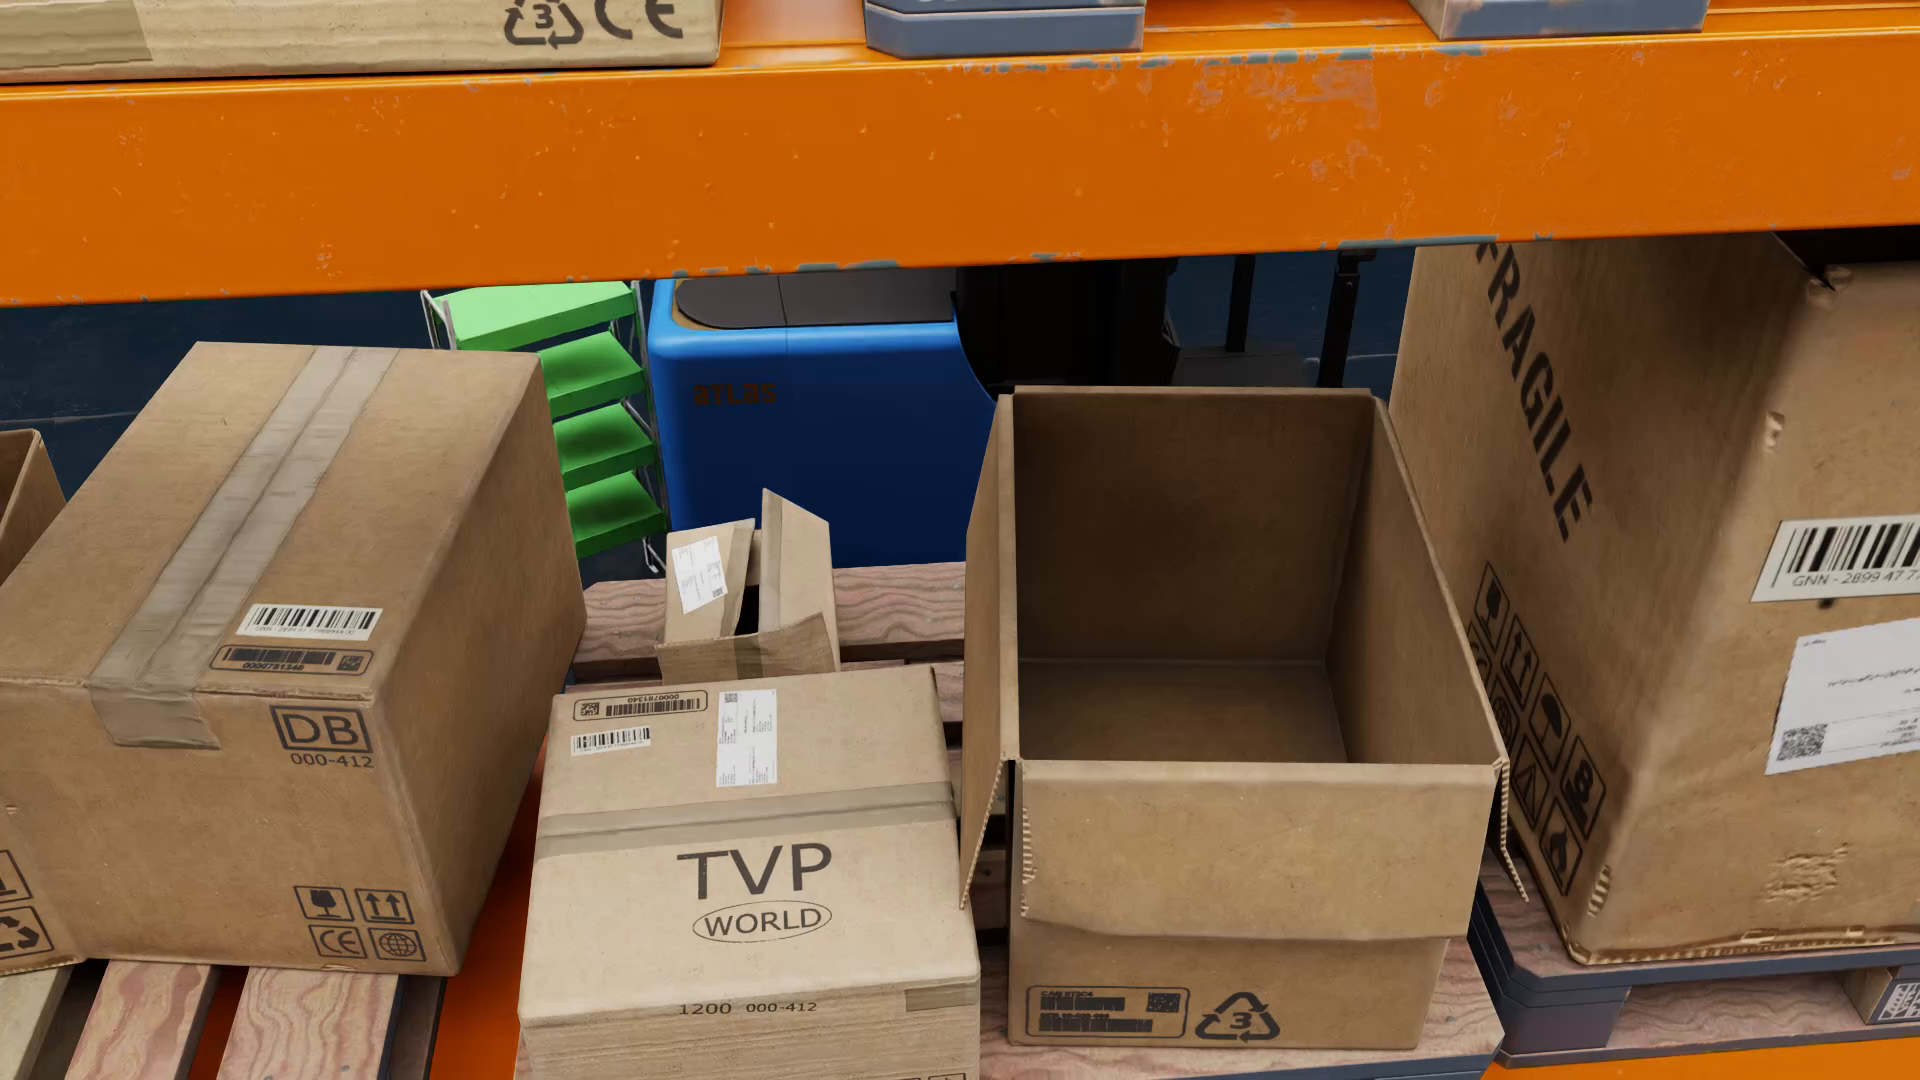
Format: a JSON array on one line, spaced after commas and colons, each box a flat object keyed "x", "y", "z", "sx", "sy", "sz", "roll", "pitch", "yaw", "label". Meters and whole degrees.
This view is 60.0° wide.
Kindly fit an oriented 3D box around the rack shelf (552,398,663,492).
[{"x": -1.111, "y": -0.207, "z": 4.647, "sx": 0.480, "sy": 0.148, "sz": 0.258, "roll": -21, "pitch": 43, "yaw": -24, "label": "rack shelf"}]

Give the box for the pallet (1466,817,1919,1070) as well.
[{"x": 1.266, "y": 0.294, "z": 2.610, "sx": 1.213, "sy": 0.211, "sz": 1.003, "roll": -3, "pitch": 38, "yaw": -4, "label": "pallet"}]

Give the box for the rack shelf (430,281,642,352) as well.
[{"x": -1.111, "y": -0.584, "z": 4.349, "sx": 0.480, "sy": 0.148, "sz": 0.258, "roll": -21, "pitch": 43, "yaw": -24, "label": "rack shelf"}]

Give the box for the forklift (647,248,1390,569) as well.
[{"x": 0.672, "y": -1.174, "z": 4.371, "sx": 3.031, "sy": 2.935, "sz": 1.130, "roll": -3, "pitch": 38, "yaw": -3, "label": "forklift"}]

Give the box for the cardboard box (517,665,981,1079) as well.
[{"x": -0.254, "y": 0.430, "z": 2.065, "sx": 0.500, "sy": 0.250, "sz": 0.500, "roll": -4, "pitch": 38, "yaw": -5, "label": "cardboard box"}]

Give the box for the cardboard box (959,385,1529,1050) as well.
[{"x": 0.322, "y": 0.214, "z": 2.135, "sx": 0.637, "sy": 0.503, "sz": 0.797, "roll": 1, "pitch": 38, "yaw": 1, "label": "cardboard box"}]

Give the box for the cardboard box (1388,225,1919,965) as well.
[{"x": 1.237, "y": -0.176, "z": 2.229, "sx": 1.000, "sy": 1.000, "sz": 1.000, "roll": -3, "pitch": 38, "yaw": -4, "label": "cardboard box"}]

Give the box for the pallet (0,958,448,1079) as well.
[{"x": -1.243, "y": 0.457, "z": 2.404, "sx": 1.003, "sy": 0.211, "sz": 1.213, "roll": -3, "pitch": 38, "yaw": -4, "label": "pallet"}]

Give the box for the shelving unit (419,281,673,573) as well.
[{"x": -1.111, "y": -0.257, "z": 4.607, "sx": 0.503, "sy": 1.200, "sz": 0.258, "roll": -21, "pitch": 43, "yaw": -24, "label": "shelving unit"}]

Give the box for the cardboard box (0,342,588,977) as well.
[{"x": -0.862, "y": 0.136, "z": 2.237, "sx": 0.500, "sy": 0.500, "sz": 0.700, "roll": 2, "pitch": 38, "yaw": 3, "label": "cardboard box"}]

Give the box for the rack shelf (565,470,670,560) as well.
[{"x": -1.111, "y": -0.018, "z": 4.795, "sx": 0.480, "sy": 0.148, "sz": 0.258, "roll": -21, "pitch": 43, "yaw": -24, "label": "rack shelf"}]

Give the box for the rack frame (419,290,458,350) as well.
[{"x": -1.318, "y": -0.178, "z": 4.506, "sx": 0.015, "sy": 1.200, "sz": 0.240, "roll": -21, "pitch": 43, "yaw": -24, "label": "rack frame"}]

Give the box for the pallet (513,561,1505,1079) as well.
[{"x": 0.024, "y": 0.428, "z": 2.441, "sx": 1.213, "sy": 0.211, "sz": 1.003, "roll": -3, "pitch": 38, "yaw": -4, "label": "pallet"}]

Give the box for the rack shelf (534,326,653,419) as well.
[{"x": -1.111, "y": -0.395, "z": 4.498, "sx": 0.480, "sy": 0.148, "sz": 0.258, "roll": -21, "pitch": 43, "yaw": -24, "label": "rack shelf"}]

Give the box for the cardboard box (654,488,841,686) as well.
[{"x": -0.307, "y": 0.116, "z": 2.451, "sx": 0.258, "sy": 0.266, "sz": 0.396, "roll": -4, "pitch": 38, "yaw": -5, "label": "cardboard box"}]

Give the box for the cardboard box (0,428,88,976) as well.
[{"x": -1.410, "y": 0.228, "z": 2.120, "sx": 0.500, "sy": 0.500, "sz": 0.500, "roll": -8, "pitch": 39, "yaw": -10, "label": "cardboard box"}]

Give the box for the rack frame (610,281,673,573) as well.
[{"x": -0.903, "y": -0.336, "z": 4.708, "sx": 0.015, "sy": 1.200, "sz": 0.240, "roll": -21, "pitch": 43, "yaw": -24, "label": "rack frame"}]

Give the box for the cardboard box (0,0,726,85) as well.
[{"x": -0.431, "y": -0.563, "z": 1.242, "sx": 0.500, "sy": 0.250, "sz": 0.500, "roll": -2, "pitch": 38, "yaw": -3, "label": "cardboard box"}]

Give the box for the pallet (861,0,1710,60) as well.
[{"x": 0.383, "y": -0.810, "z": 1.585, "sx": 1.003, "sy": 0.211, "sz": 1.213, "roll": -3, "pitch": 38, "yaw": -4, "label": "pallet"}]
